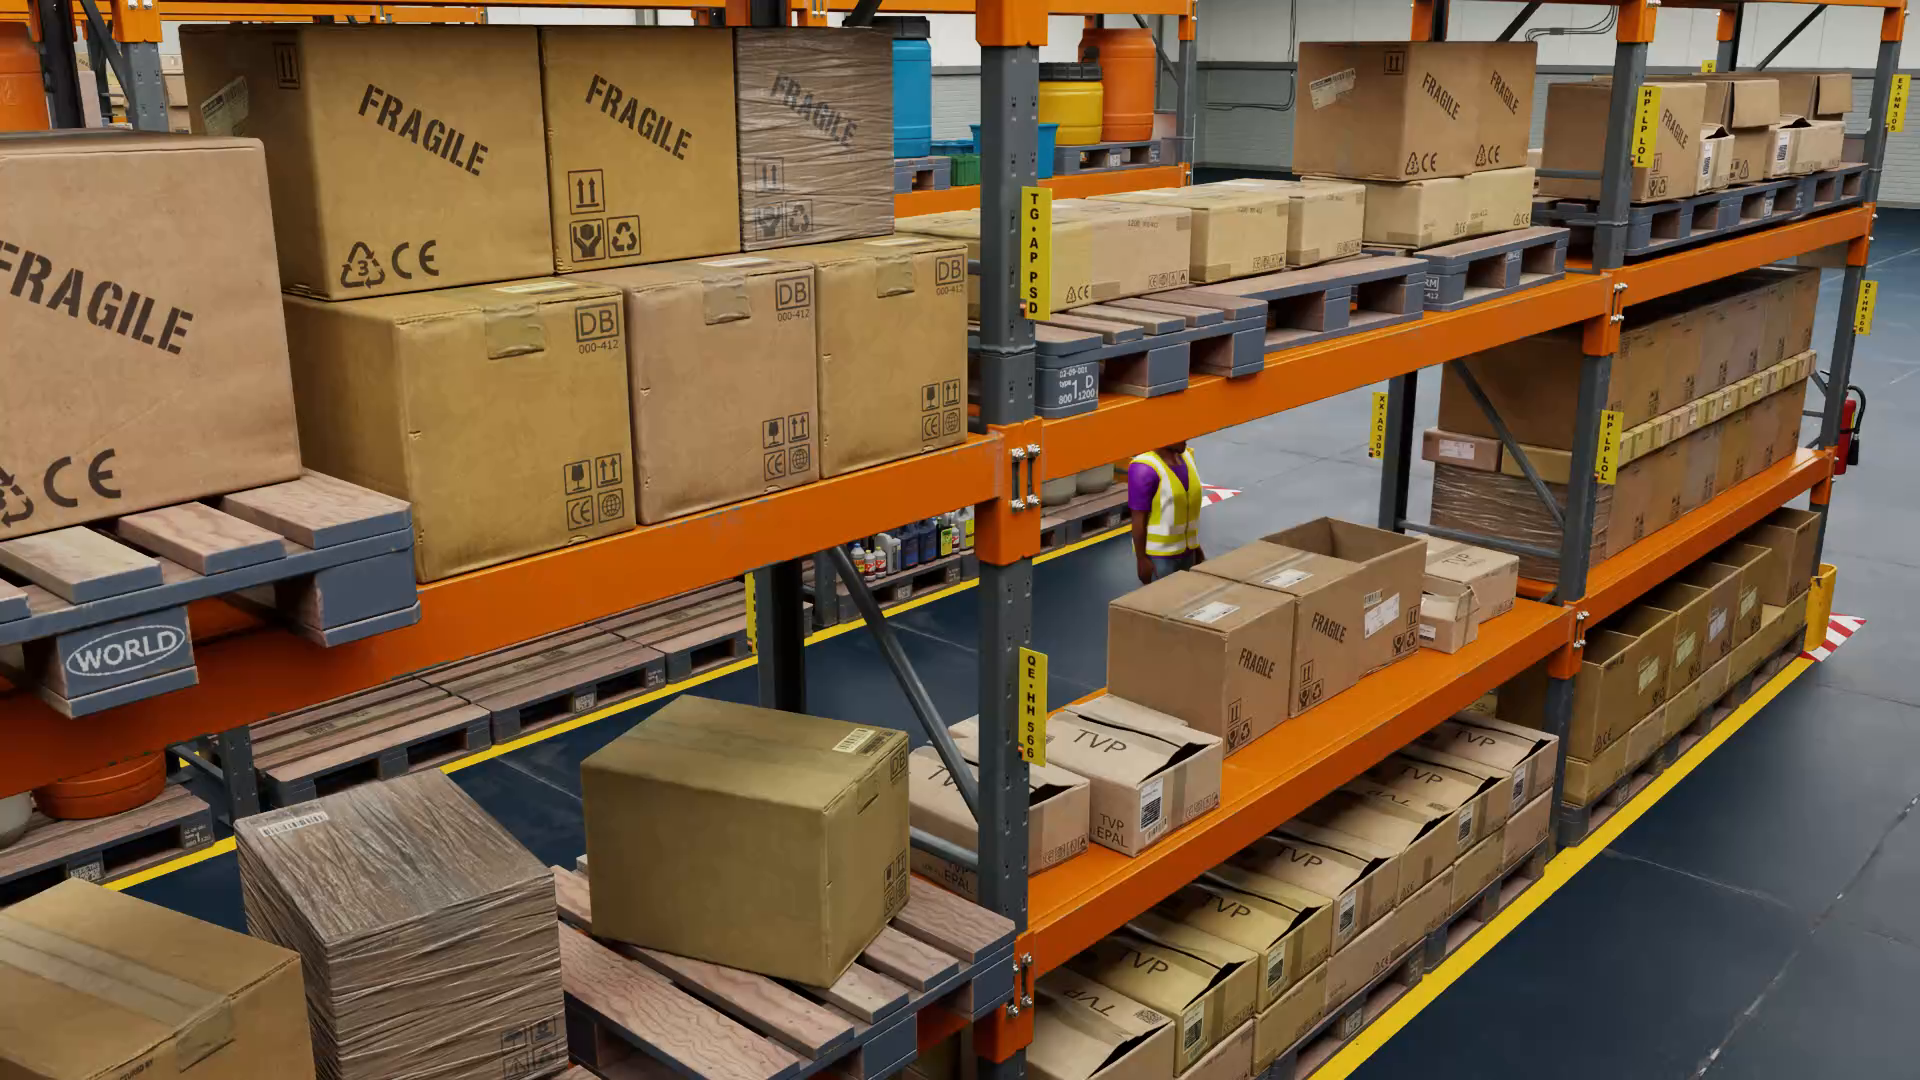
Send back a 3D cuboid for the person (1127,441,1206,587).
[{"bbox_3d":[1.224,0.069,9.797,0.373,1.771,0.565,15,22,41],"label":"person"}]
